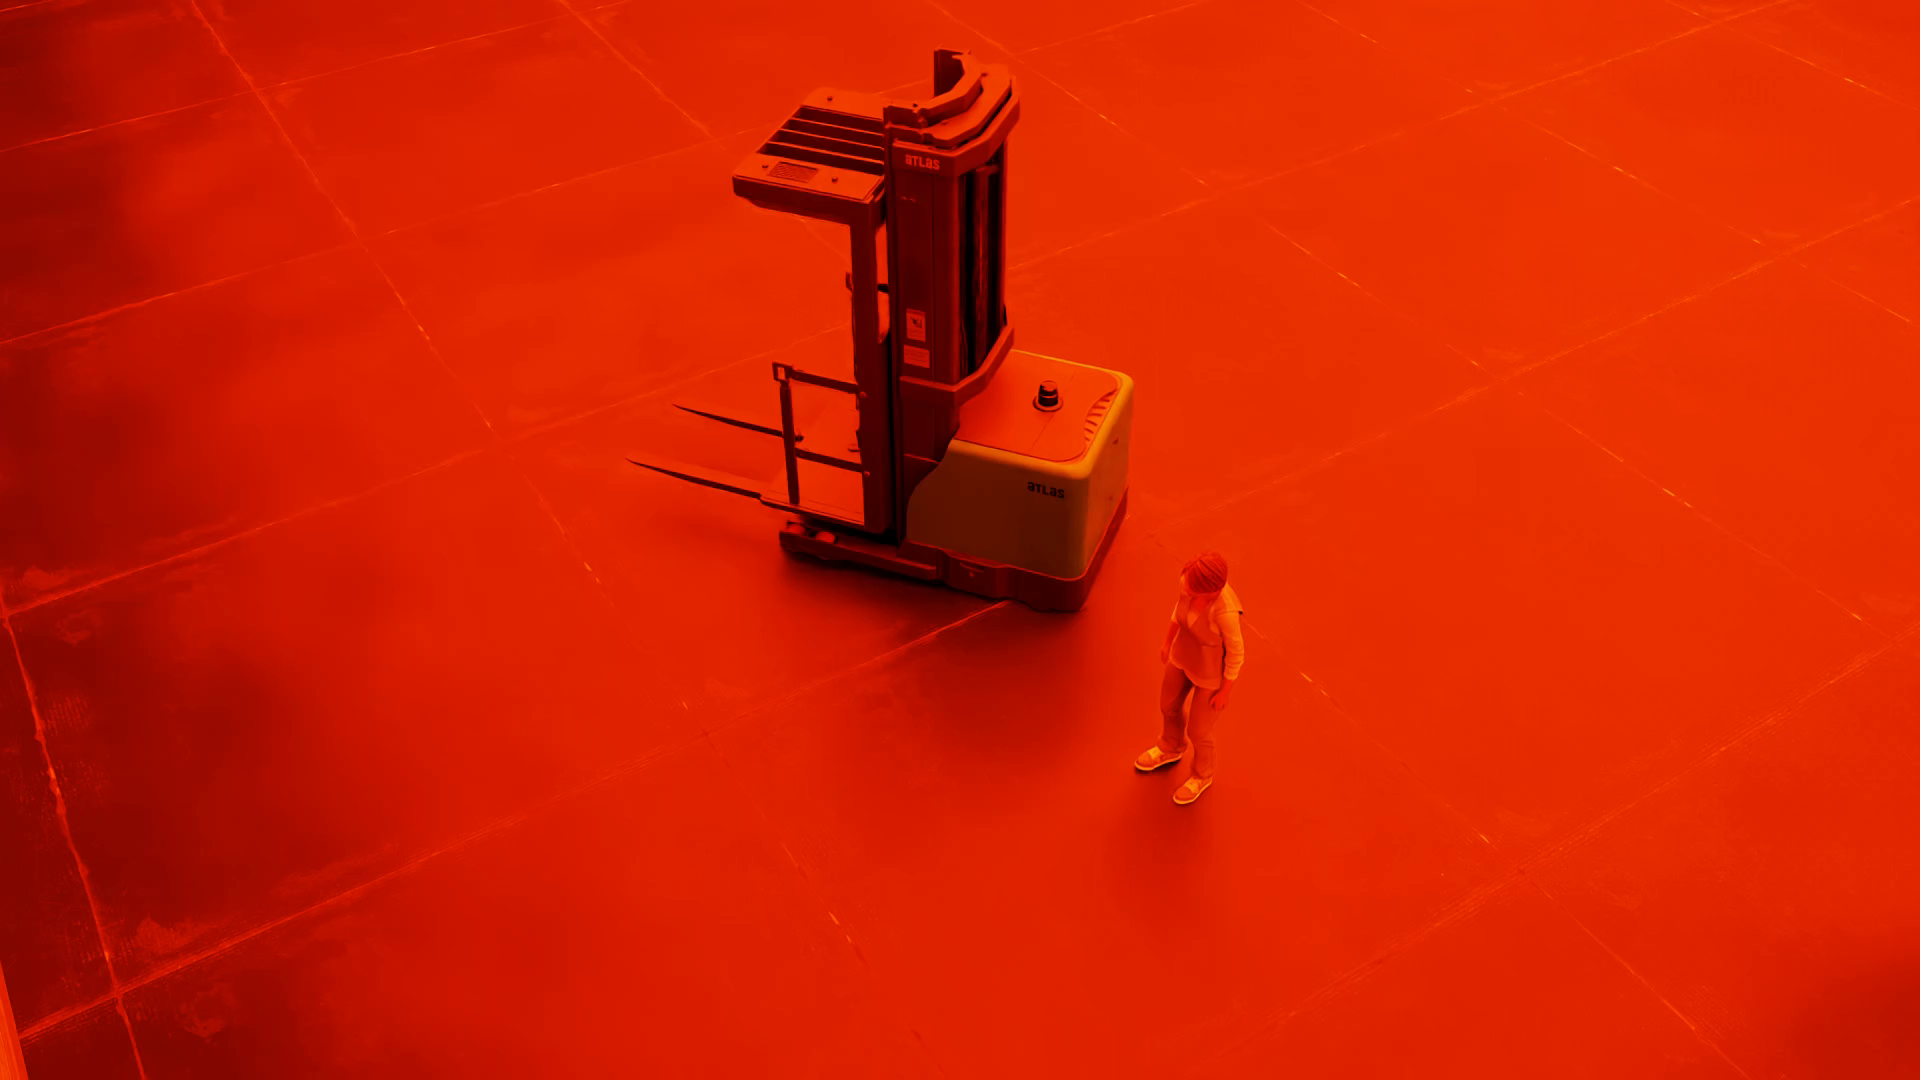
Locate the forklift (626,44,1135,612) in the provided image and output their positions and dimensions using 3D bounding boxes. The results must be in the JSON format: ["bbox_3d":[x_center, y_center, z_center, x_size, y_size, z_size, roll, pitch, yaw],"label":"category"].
[{"bbox_3d":[-0.550,-1.297,9.355,3.031,2.935,1.130,14,43,16],"label":"forklift"}]

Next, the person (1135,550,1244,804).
[{"bbox_3d":[1.166,0.639,8.160,0.348,1.590,0.474,-24,47,-25],"label":"person"}]
